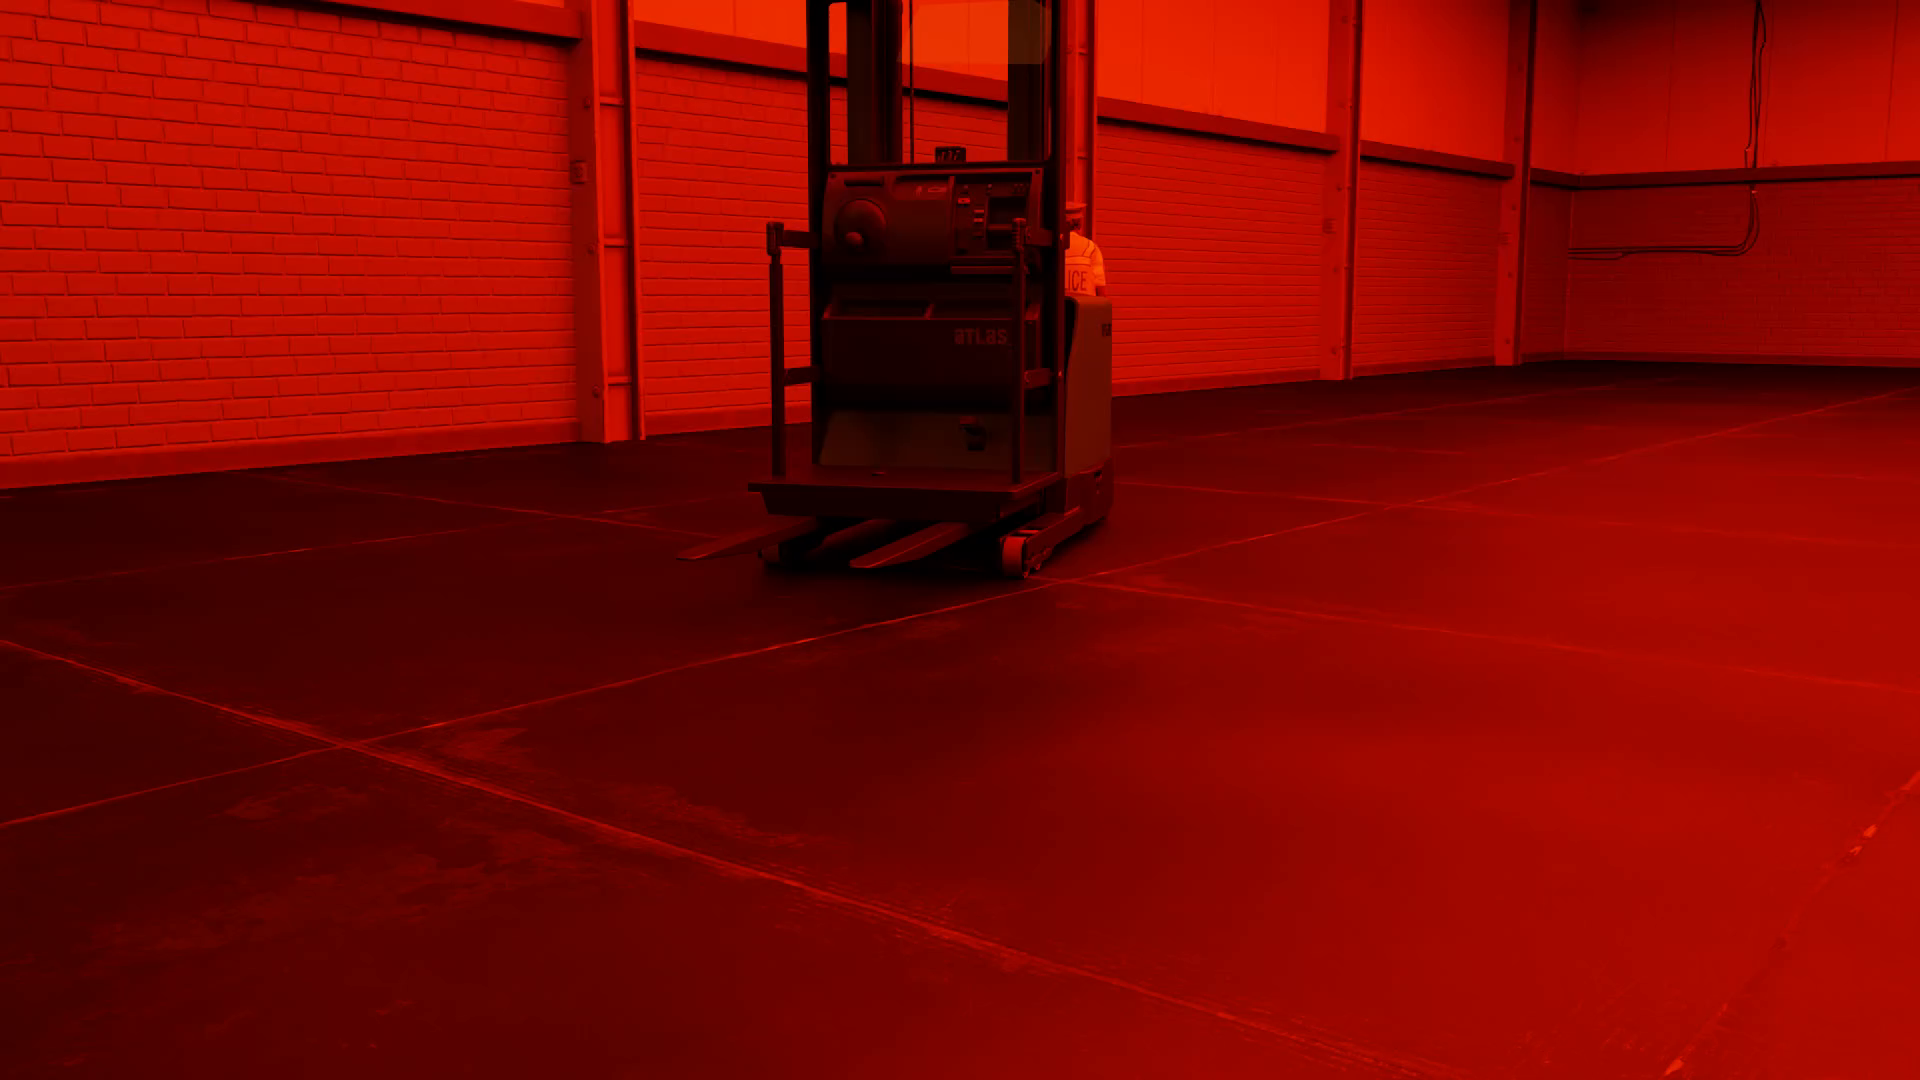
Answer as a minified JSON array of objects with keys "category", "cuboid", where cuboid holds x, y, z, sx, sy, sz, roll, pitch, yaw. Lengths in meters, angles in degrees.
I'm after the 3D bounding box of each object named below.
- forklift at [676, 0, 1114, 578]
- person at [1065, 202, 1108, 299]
[{"category":"forklift","cuboid":[-0.176,-1.366,6.616,1.130,2.935,3.031,3,9,17]},{"category":"person","cuboid":[0.699,-1.273,10.383,0.528,1.658,0.397,2,8,11]}]
